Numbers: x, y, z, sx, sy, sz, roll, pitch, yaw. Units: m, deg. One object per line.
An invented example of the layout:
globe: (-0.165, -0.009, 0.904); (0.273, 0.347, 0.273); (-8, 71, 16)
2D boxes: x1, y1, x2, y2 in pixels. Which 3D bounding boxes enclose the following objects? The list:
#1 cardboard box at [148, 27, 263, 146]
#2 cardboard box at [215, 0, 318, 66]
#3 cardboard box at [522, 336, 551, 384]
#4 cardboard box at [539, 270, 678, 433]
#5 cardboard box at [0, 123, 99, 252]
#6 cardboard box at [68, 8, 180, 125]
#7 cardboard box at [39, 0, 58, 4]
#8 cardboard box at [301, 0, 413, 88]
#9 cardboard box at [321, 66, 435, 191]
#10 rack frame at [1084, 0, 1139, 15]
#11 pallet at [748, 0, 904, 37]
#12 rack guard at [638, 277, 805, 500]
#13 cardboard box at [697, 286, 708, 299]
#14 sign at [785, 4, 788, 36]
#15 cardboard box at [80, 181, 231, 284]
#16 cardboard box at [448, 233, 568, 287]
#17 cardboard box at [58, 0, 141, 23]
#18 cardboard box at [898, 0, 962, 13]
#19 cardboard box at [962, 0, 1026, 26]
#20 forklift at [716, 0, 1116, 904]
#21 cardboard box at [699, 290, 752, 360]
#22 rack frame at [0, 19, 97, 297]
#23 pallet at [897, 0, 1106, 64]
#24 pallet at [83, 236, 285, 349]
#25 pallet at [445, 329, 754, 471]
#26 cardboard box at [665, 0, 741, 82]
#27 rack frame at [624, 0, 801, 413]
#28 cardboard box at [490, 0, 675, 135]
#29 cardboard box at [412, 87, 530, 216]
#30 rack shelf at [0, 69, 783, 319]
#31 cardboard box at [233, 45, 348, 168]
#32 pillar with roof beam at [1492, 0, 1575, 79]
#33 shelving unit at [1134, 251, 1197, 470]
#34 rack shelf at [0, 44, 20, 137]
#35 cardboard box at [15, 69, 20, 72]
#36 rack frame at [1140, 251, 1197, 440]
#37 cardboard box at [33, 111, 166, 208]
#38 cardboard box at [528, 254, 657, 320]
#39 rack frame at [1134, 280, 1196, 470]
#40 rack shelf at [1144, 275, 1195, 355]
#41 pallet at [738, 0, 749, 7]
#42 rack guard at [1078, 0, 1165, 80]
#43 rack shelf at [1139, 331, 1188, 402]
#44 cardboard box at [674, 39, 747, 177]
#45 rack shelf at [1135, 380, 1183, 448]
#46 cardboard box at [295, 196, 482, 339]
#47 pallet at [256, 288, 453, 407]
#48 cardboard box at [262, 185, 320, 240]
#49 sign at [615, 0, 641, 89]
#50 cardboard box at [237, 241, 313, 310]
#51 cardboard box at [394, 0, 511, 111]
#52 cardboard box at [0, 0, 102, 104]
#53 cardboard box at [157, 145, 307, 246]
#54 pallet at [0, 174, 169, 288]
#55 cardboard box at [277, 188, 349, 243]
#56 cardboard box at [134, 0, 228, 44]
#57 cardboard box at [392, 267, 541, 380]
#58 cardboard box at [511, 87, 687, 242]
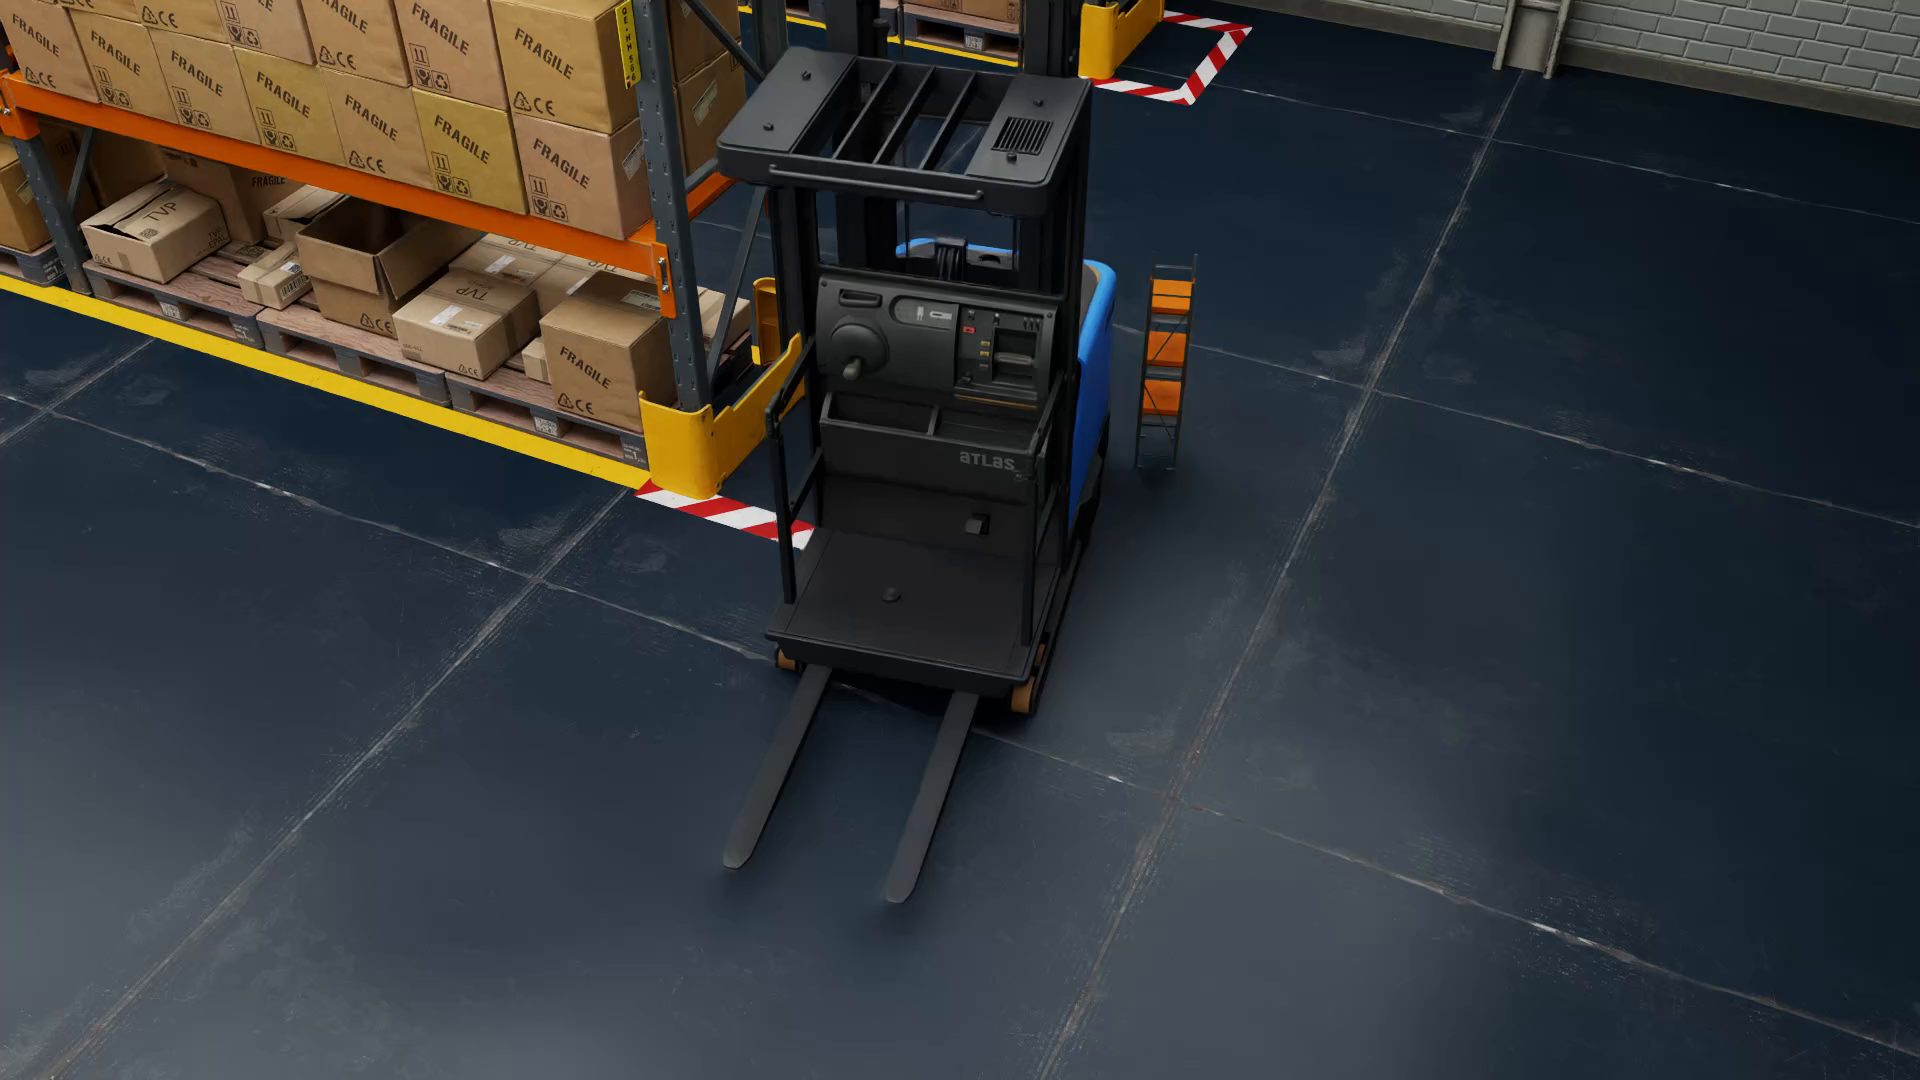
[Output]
cardboard box: (-3.388, -2.244, 7.856); (0.500, 0.500, 0.500); (17, 44, 18)
cardboard box: (-2.943, -2.479, 7.364); (0.500, 0.500, 0.500); (18, 44, 20)
cardboard box: (-1.954, -0.947, 8.263); (0.250, 0.166, 0.380); (17, 44, 19)
cardboard box: (-1.625, -0.907, 7.963); (0.500, 0.500, 0.500); (17, 44, 19)
cardboard box: (-5.221, -1.977, 9.197); (0.500, 0.500, 0.500); (17, 44, 18)
cardboard box: (-3.841, -2.384, 8.018); (0.500, 0.500, 0.500); (18, 44, 19)
cardboard box: (-4.345, -2.907, 7.858); (0.500, 0.500, 0.500); (18, 44, 20)
cardboard box: (-2.477, -2.337, 7.200); (0.500, 0.500, 0.500); (18, 44, 20)
cardboard box: (-2.470, -1.964, 7.534); (0.500, 0.500, 0.500); (17, 44, 19)
rack frame: (1.063, -4.622, 10.677); (0.127, 3.000, 1.000); (17, 44, 19)
pallet: (-0.796, -4.082, 12.183); (1.213, 0.211, 1.003); (17, 44, 19)
rack guard: (-1.097, -0.758, 8.126); (0.348, 0.500, 1.175); (17, 44, 19)
cardboard box: (-1.488, -1.166, 8.516); (0.250, 0.166, 0.380); (17, 44, 19)
sign: (-0.798, -2.330, 7.371); (0.005, 0.325, 0.100); (17, 44, 19)
cardboard box: (-4.364, -1.694, 9.016); (0.500, 0.311, 0.500); (17, 44, 19)
cardboard box: (-2.307, -1.404, 8.727); (0.500, 0.250, 0.500); (17, 44, 19)
cardboard box: (-3.877, -2.764, 7.693); (0.500, 0.500, 0.500); (16, 43, 17)
cardboard box: (-0.067, -4.110, 11.673); (0.500, 0.500, 0.700); (17, 44, 19)
cardboard box: (0.387, -3.971, 11.513); (0.500, 0.500, 0.700); (17, 44, 19)
forklift: (-0.149, -0.679, 6.180); (1.130, 2.935, 3.031); (10, 42, 11)
cardboard box: (-1.262, -1.090, 8.442); (0.250, 0.149, 0.380); (17, 44, 19)
rack frame: (-4.653, -2.789, 8.561); (0.127, 3.000, 1.000); (17, 44, 19)
pallet: (0.306, -3.744, 11.792); (1.213, 0.211, 1.003); (17, 44, 19)
pallet: (-4.031, -1.544, 9.255); (1.213, 0.211, 1.003); (17, 44, 19)
pallet: (-1.819, -0.869, 8.475); (1.213, 0.211, 1.003); (17, 44, 19)
cardboard box: (-1.318, -2.376, 7.245); (0.500, 0.500, 0.500); (18, 44, 20)
rack frame: (-1.028, -1.681, 7.283); (0.127, 3.000, 1.000); (17, 44, 19)
cardboard box: (-1.547, -2.057, 6.877); (0.500, 0.500, 0.500); (17, 44, 18)
cardboard box: (-2.020, -1.823, 7.371); (0.500, 0.500, 0.500); (17, 44, 19)
rack shelf: (-2.840, -1.963, 8.158); (4.000, 0.370, 1.077); (17, 44, 19)
cardboard box: (-2.927, -2.104, 7.695); (0.500, 0.500, 0.500); (16, 44, 18)
pillar with roof beam: (2.056, -4.100, 5.494); (0.400, 9.000, 9.100); (17, 44, 19)
shelving unit: (0.958, -0.823, 7.782); (0.215, 1.050, 0.252); (5, 41, 6)
rack shelf: (-6.465, -3.071, 9.436); (4.000, 0.370, 1.077); (17, 44, 19)
cardboard box: (-5.476, -2.430, 9.720); (0.500, 0.500, 0.500); (18, 44, 19)
rack frame: (0.974, -0.903, 7.874); (0.200, 1.050, 0.008); (5, 41, 6)
cardboard box: (-4.988, -2.289, 9.557); (0.500, 0.500, 0.500); (15, 43, 17)
cardboard box: (-1.854, -1.266, 8.568); (0.500, 0.250, 0.500); (17, 44, 19)
rack frame: (0.941, -0.744, 7.691); (0.200, 1.050, 0.008); (5, 41, 6)
rack shelf: (0.958, -1.030, 7.603); (0.215, 0.259, 0.240); (5, 41, 6)
pallet: (-1.906, -4.419, 12.572); (1.213, 0.211, 1.003); (17, 44, 19)
rack guard: (1.085, -3.671, 11.488); (0.348, 0.500, 1.175); (17, 44, 19)
rack shelf: (0.958, -0.815, 7.789); (0.215, 0.259, 0.240); (5, 41, 6)
cardboard box: (-1.318, -1.998, 7.573); (0.500, 0.500, 0.500); (18, 44, 20)
rack shelf: (0.958, -0.605, 7.971); (0.215, 0.259, 0.240); (5, 41, 6)
cardboard box: (-2.948, -1.495, 8.638); (0.637, 0.503, 0.797); (17, 44, 19)
pallet: (-2.921, -1.207, 8.866); (1.213, 0.211, 1.003); (17, 44, 19)
cardboard box: (-3.651, -1.820, 9.284); (0.250, 0.149, 0.380); (17, 44, 19)
sign: (-1.280, -1.914, 6.427); (0.005, 0.325, 0.100); (17, 44, 19)
cardboard box: (-3.576, -1.406, 8.793); (0.250, 0.166, 0.380); (17, 44, 19)
cardboard box: (-2.005, -2.196, 7.038); (0.500, 0.500, 0.500); (18, 44, 20)
cardboard box: (-4.306, -2.524, 8.179); (0.500, 0.500, 0.500); (18, 44, 20)
cardboard box: (-4.016, -2.021, 9.248); (0.500, 0.500, 0.500); (17, 44, 19)
pallet: (-5.406, -1.938, 9.709); (1.213, 0.211, 1.003); (17, 44, 19)
cardboard box: (-3.337, -1.742, 9.070); (0.500, 0.311, 0.500); (17, 44, 19)
cardboard box: (-3.411, -2.622, 7.529); (0.500, 0.500, 0.500); (16, 43, 17)
cardboard box: (-2.473, -1.094, 8.369); (0.500, 0.250, 0.500); (17, 44, 19)
cardboard box: (-1.549, -1.681, 7.207); (0.500, 0.500, 0.500); (18, 44, 20)
